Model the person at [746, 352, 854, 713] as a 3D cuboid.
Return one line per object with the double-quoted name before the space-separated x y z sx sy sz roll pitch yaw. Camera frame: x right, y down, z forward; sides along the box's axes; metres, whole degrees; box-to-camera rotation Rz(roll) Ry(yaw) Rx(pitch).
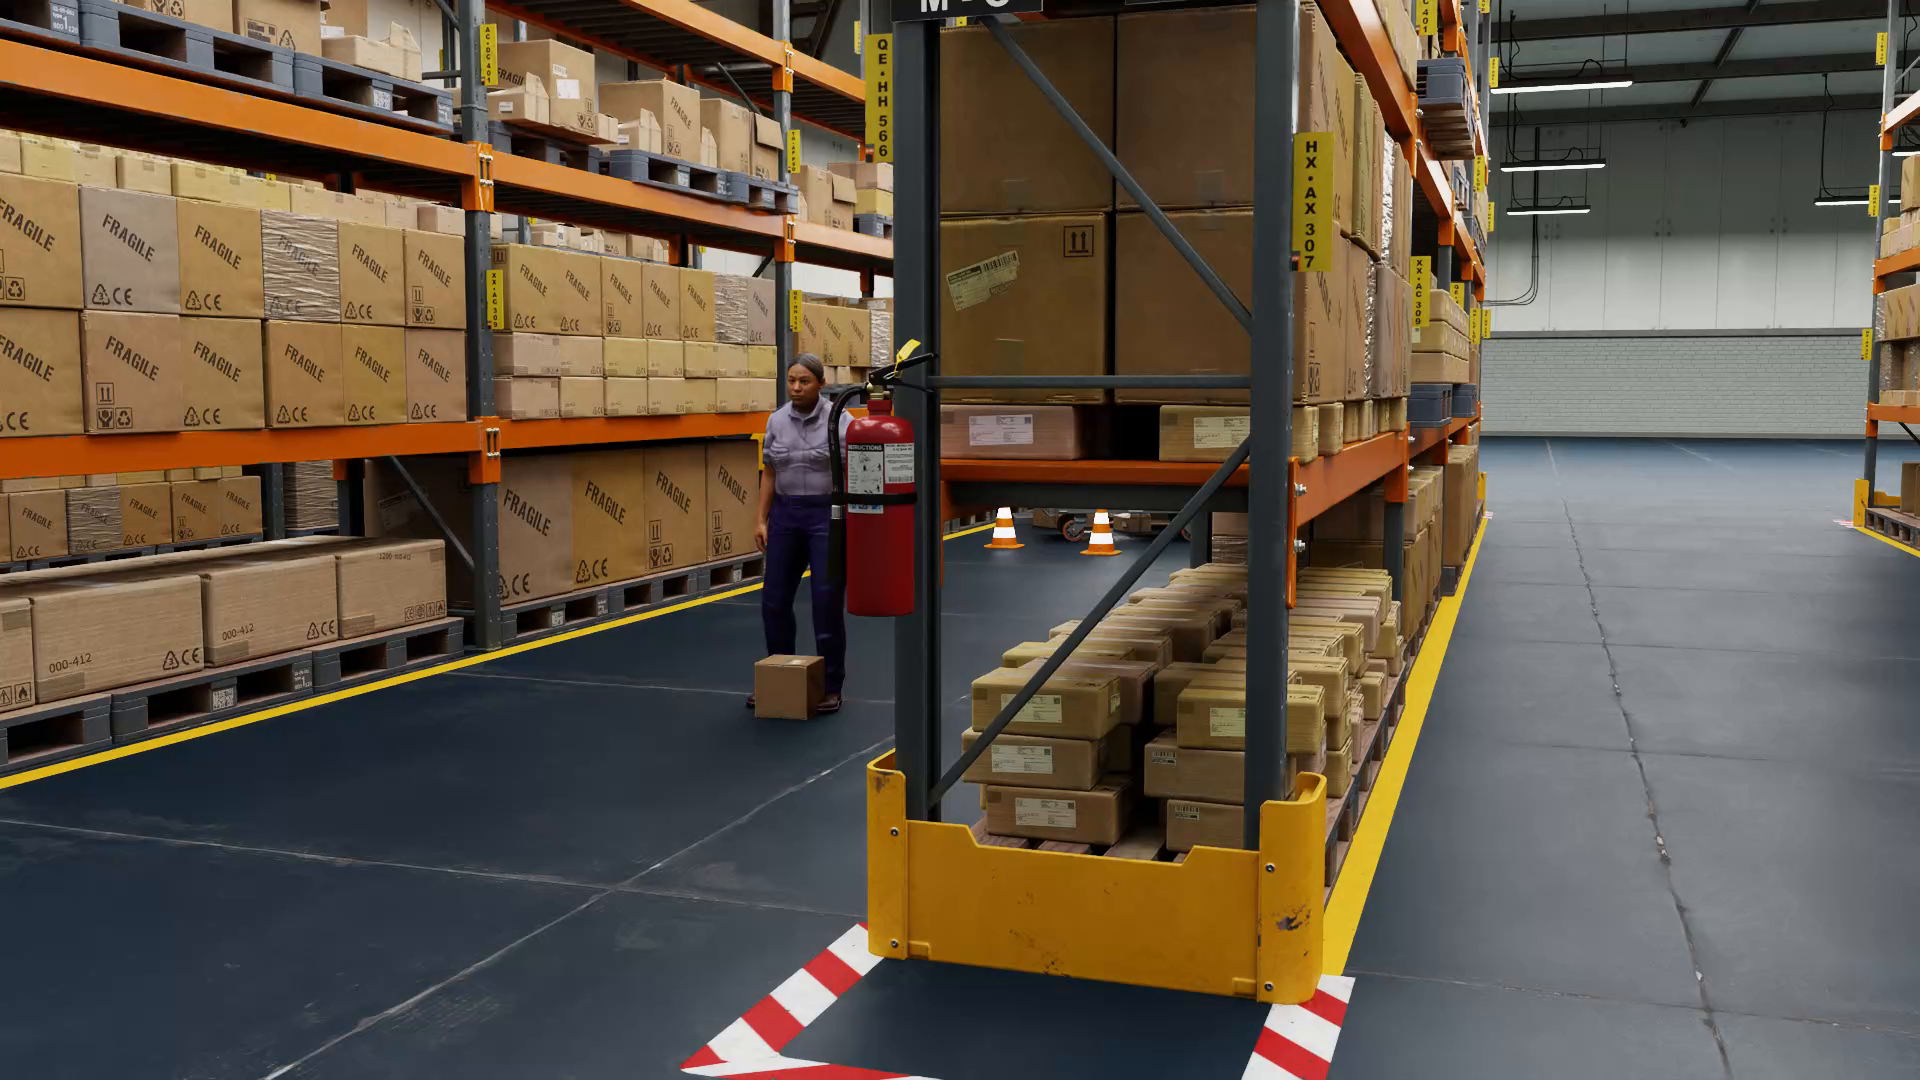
"person" -0.716 -0.042 7.758 0.538 1.648 0.414 2 6 19
